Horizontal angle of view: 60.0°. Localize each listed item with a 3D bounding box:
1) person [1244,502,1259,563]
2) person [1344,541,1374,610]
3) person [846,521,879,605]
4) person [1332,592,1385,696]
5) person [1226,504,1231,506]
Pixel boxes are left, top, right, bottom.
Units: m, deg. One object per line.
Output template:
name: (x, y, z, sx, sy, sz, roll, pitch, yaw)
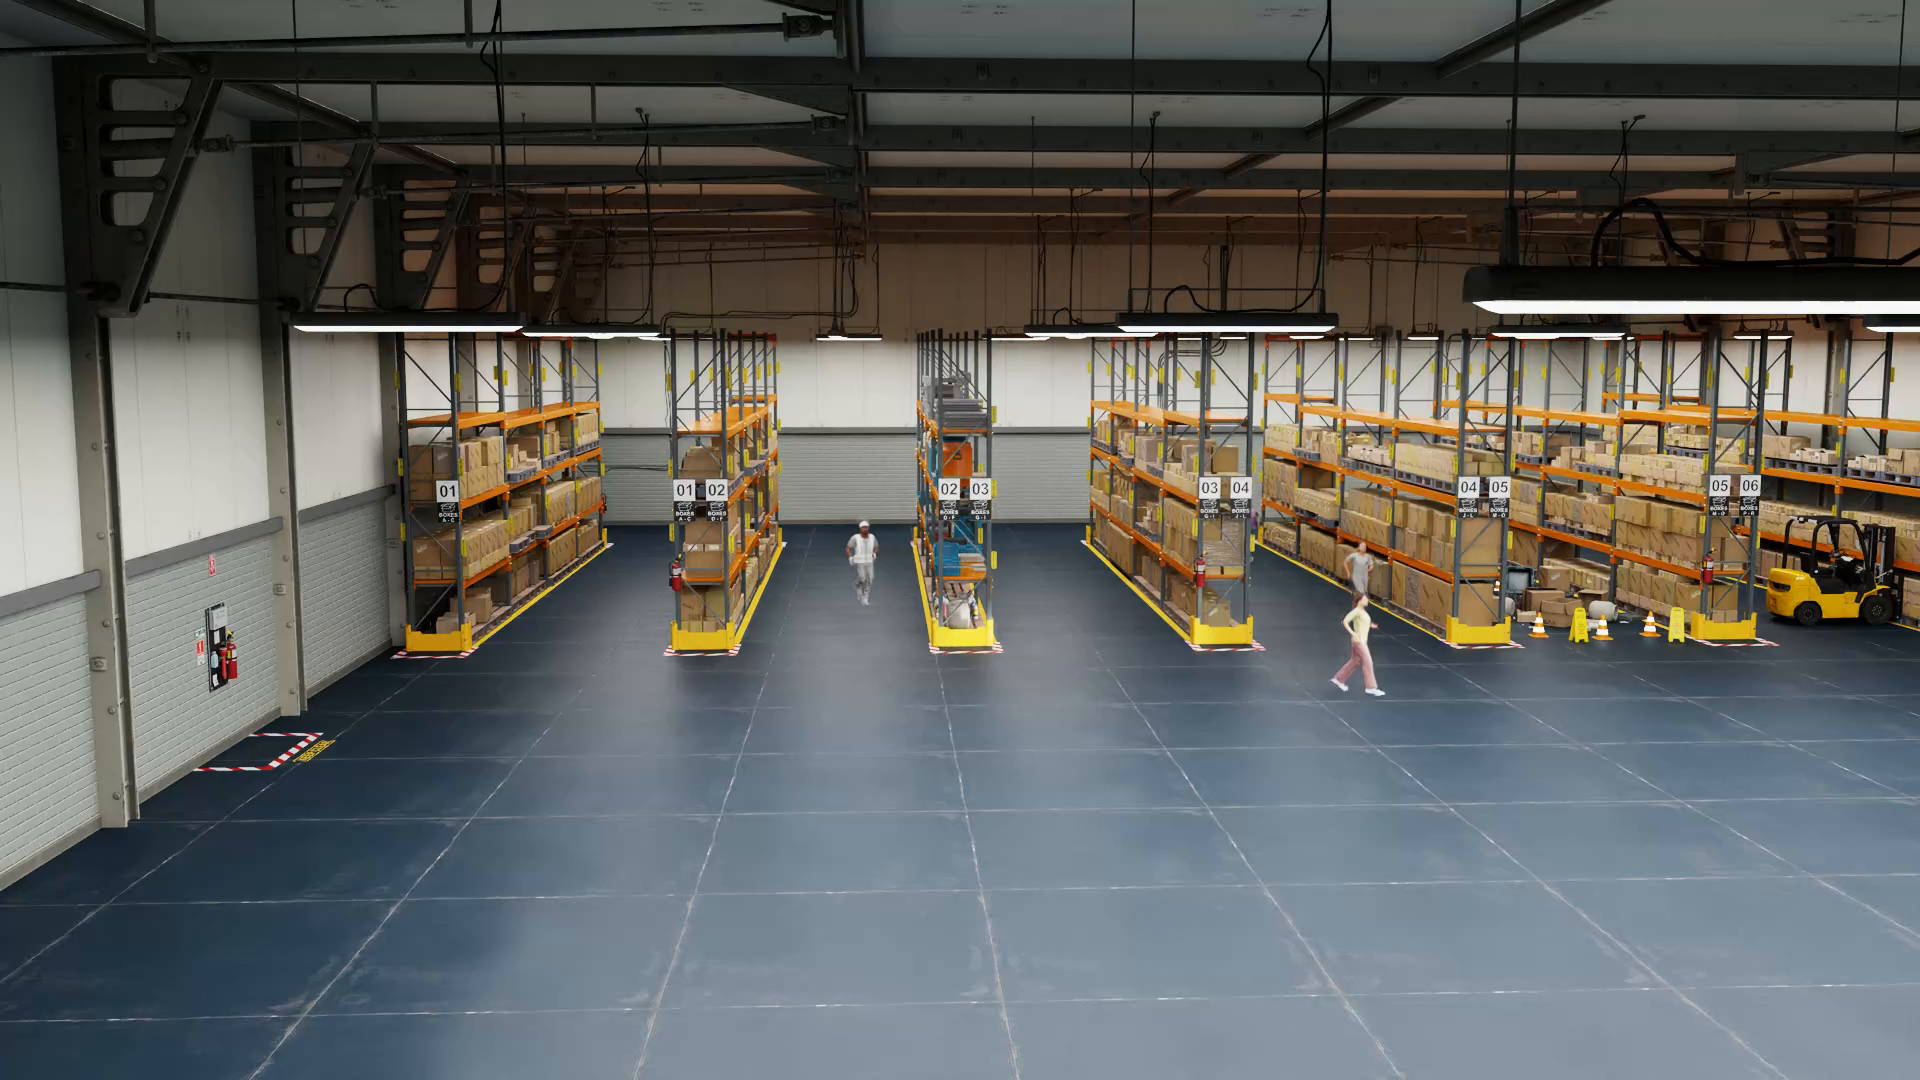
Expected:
person: (7.644, -0.243, 43.933, 0.548, 1.630, 0.842, 0, 7, 1)
person: (8.305, 0.830, 34.476, 0.552, 1.639, 0.613, -1, 7, -11)
person: (-1.980, 0.485, 34.659, 0.684, 1.746, 0.540, -2, 7, -20)
person: (6.518, 1.672, 27.143, 0.874, 1.671, 0.577, 3, 7, 21)
person: (7.450, -0.724, 47.454, 0.762, 1.710, 0.611, 1, 7, 10)
